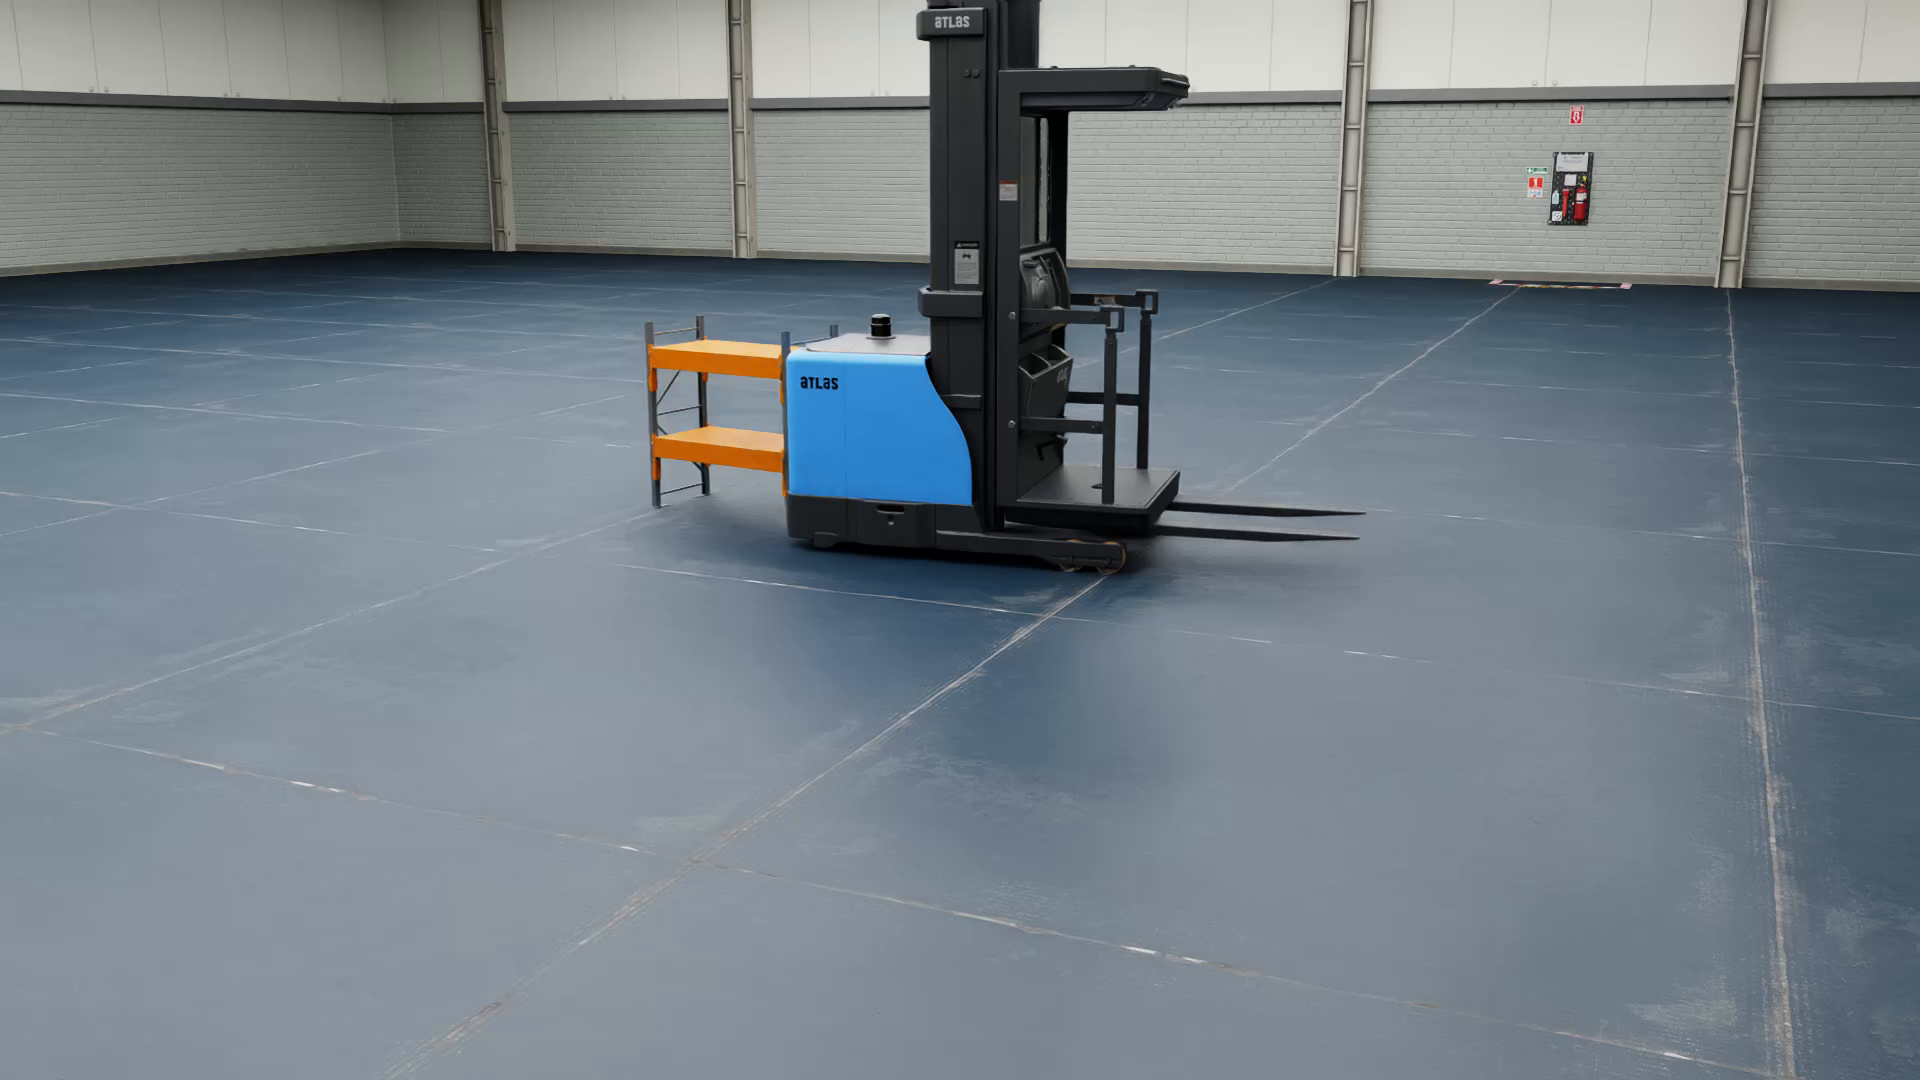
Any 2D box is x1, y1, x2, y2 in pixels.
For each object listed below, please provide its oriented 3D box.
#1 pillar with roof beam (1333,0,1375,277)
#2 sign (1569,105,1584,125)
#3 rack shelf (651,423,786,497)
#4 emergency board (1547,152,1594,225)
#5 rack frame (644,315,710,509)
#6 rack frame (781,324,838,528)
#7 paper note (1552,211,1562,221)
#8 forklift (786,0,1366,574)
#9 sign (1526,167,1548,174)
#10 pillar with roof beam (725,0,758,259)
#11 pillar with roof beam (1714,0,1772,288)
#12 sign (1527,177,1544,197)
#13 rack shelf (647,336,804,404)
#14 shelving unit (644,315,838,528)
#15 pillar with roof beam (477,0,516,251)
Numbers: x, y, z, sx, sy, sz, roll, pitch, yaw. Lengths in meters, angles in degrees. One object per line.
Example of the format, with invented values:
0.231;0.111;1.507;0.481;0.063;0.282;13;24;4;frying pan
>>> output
4.917;-8.038;23.811;0.400;9.000;9.100;6;14;23;pillar with roof beam
9.935;-6.848;26.798;0.199;0.298;0.001;6;14;23;sign
-1.288;-0.488;9.943;1.000;0.278;0.538;8;15;31;rack shelf
9.902;-5.698;26.971;0.643;1.169;0.194;6;14;23;emergency board
-1.720;-0.788;10.149;0.032;1.125;0.500;8;15;31;rack frame
-0.857;-0.665;9.625;0.032;1.125;0.500;8;15;31;rack frame
9.768;-5.300;27.203;0.142;0.148;0.016;6;14;23;paper note
0.637;-1.388;8.754;3.031;2.935;1.130;4;14;16;forklift
9.439;-6.044;27.207;0.331;0.109;0.001;6;14;23;sign
-6.055;-9.148;28.543;0.400;9.000;9.100;6;14;23;pillar with roof beam
10.403;-7.483;21.445;0.400;9.000;9.100;6;14;23;pillar with roof beam
9.439;-5.788;27.277;0.234;0.329;0.001;6;14;23;sign
-1.288;-1.011;9.820;1.000;0.278;0.538;8;15;31;rack shelf
-1.288;-0.726;9.887;1.048;1.125;0.538;8;15;31;shelving unit
-11.541;-9.703;30.909;0.400;9.000;9.100;6;14;23;pillar with roof beam
